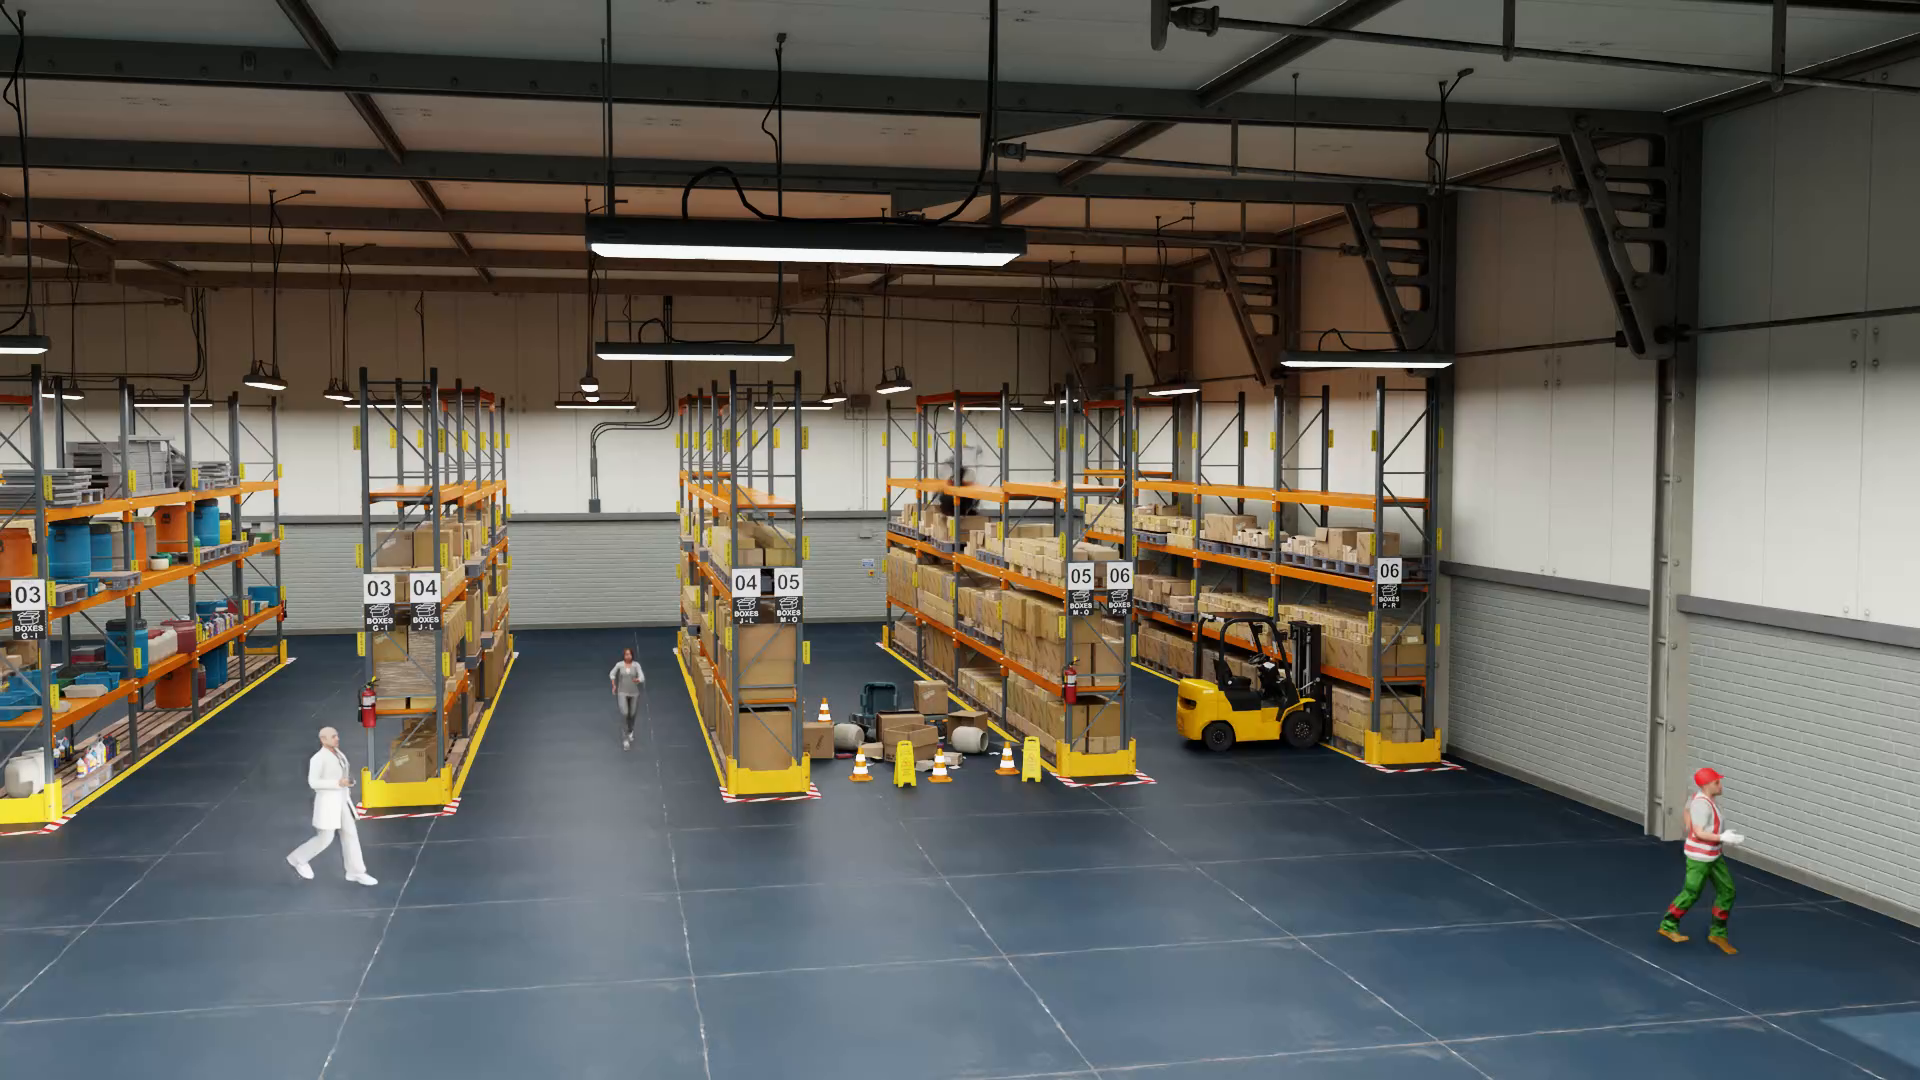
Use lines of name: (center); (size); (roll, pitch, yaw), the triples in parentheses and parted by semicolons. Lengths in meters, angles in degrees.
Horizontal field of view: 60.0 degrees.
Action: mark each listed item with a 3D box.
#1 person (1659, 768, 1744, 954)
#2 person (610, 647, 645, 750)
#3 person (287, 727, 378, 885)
person: (7.280, 3.141, 16.295); (0.788, 1.835, 0.637); (3, 5, 41)
person: (-5.436, 2.580, 27.222); (0.518, 1.602, 0.785); (-1, 4, -20)
person: (-7.063, 2.981, 18.662); (1.049, 1.781, 0.710); (1, 3, 13)
